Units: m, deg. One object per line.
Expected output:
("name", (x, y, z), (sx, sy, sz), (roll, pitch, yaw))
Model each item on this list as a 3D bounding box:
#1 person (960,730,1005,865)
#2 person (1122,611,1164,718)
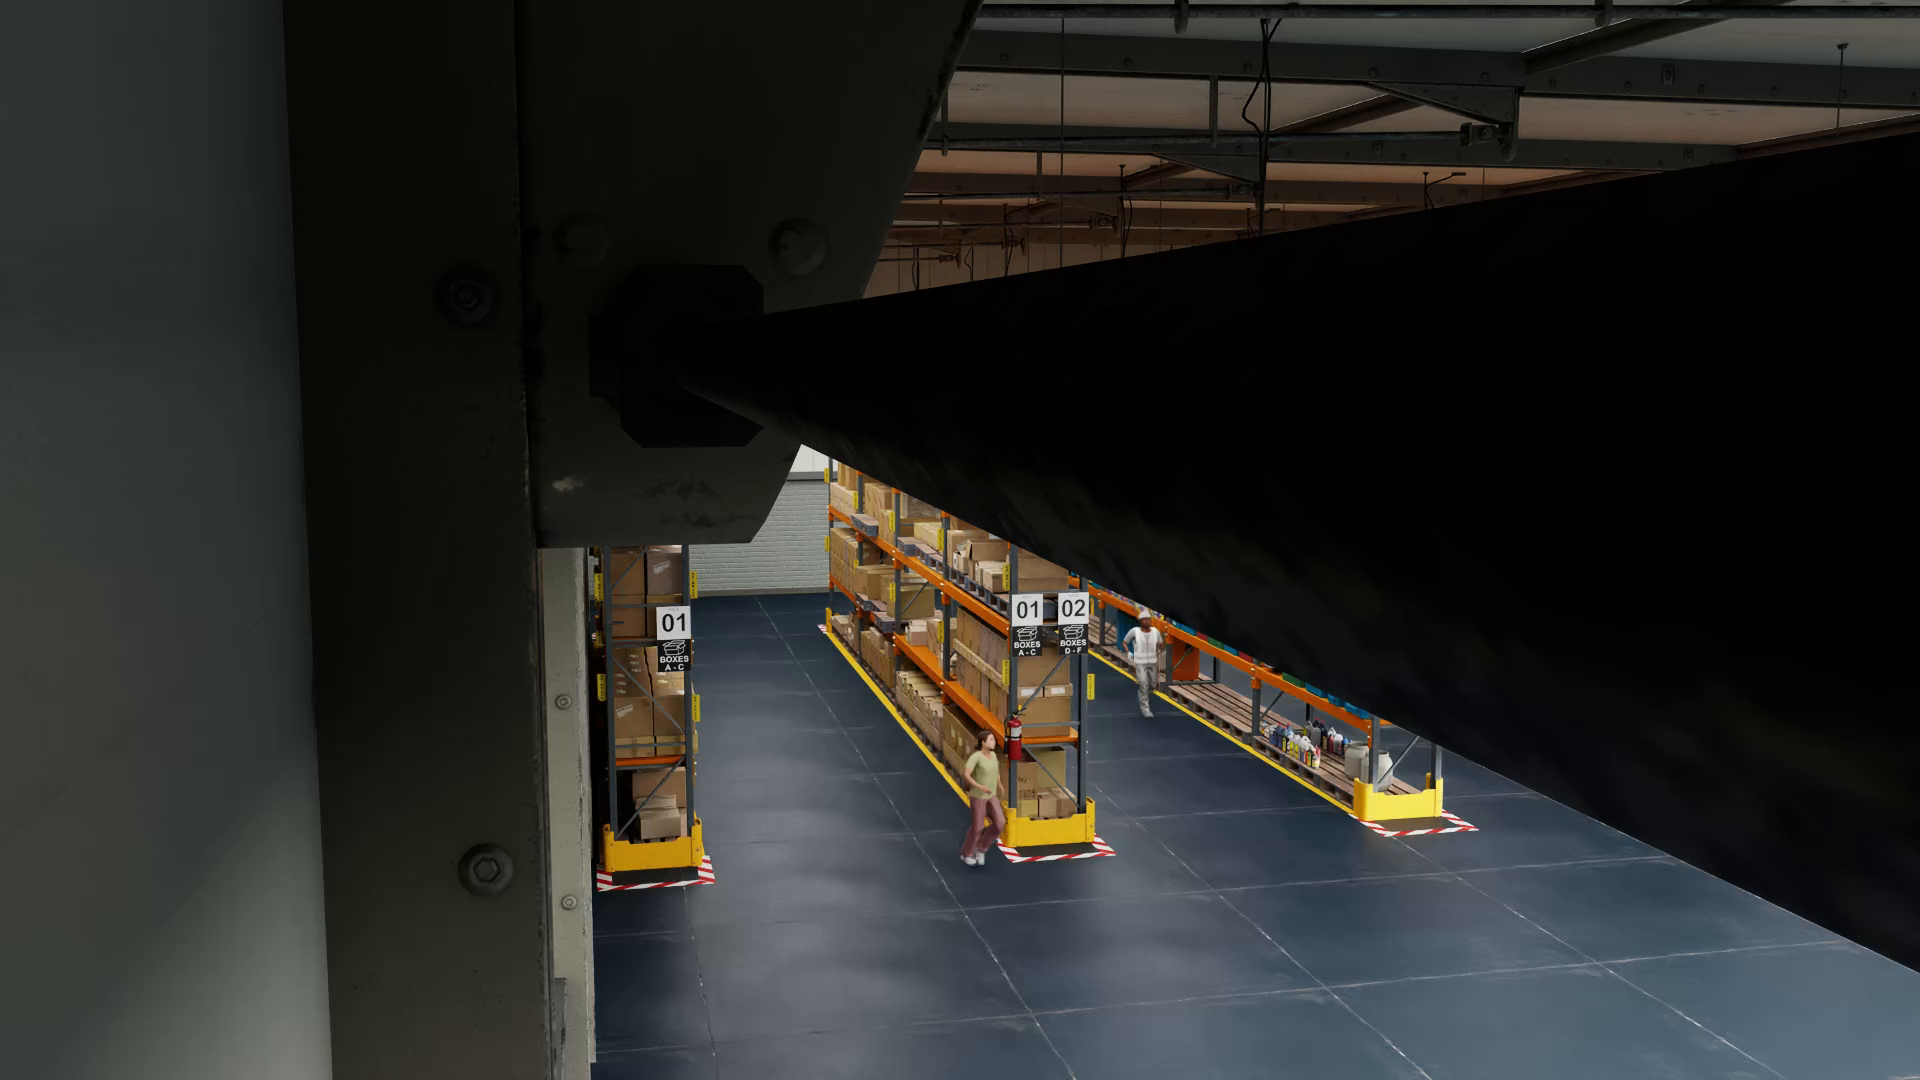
("person", (0.325, 3.129, 20.195), (0.647, 1.620, 0.567), (-6, 9, -41))
("person", (3.122, 2.081, 28.175), (0.698, 1.757, 0.886), (-2, 7, -14))
